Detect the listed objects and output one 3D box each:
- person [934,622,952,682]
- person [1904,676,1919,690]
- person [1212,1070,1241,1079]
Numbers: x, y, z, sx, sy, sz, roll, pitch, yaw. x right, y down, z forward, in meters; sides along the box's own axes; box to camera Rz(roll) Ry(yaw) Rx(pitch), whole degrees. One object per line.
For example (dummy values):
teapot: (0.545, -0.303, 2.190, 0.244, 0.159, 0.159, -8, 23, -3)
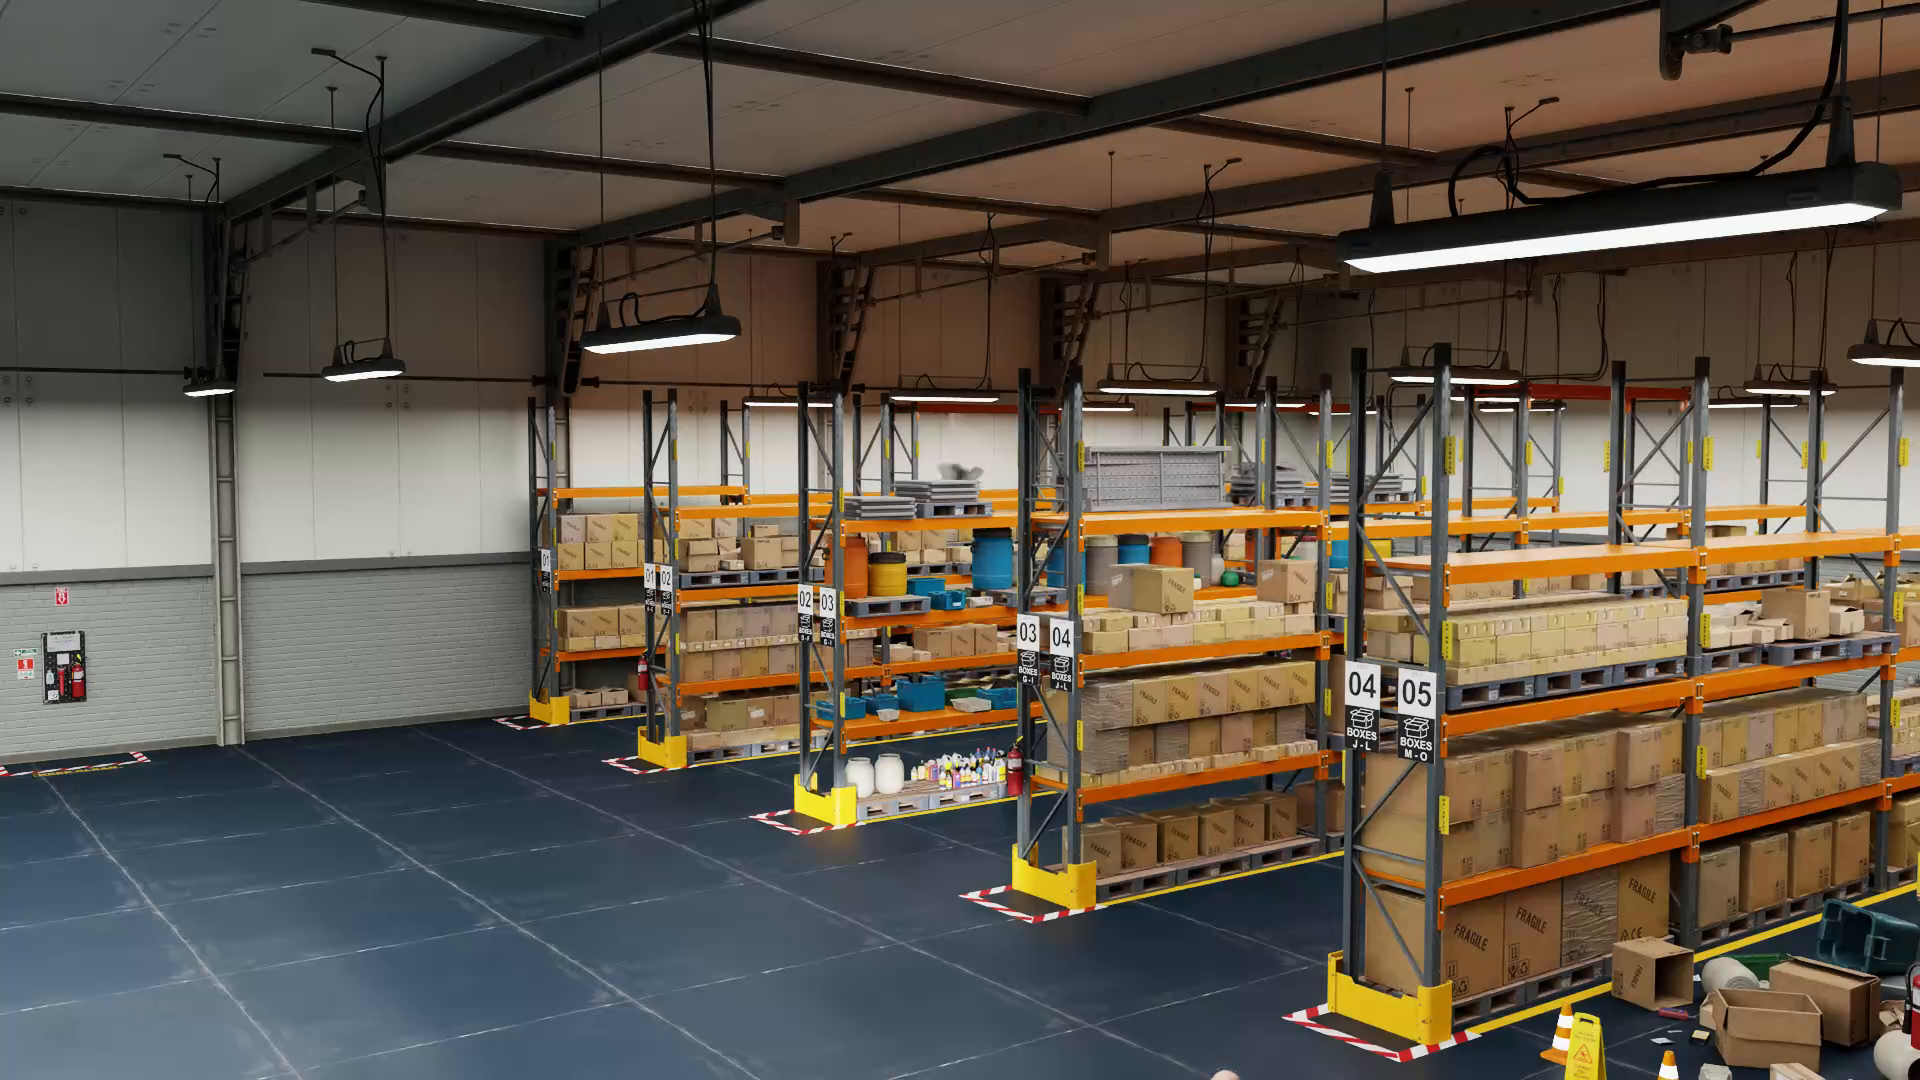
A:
person: (-0.371, 2.342, 33.102, 0.569, 1.719, 0.674, -3, 4, -39)
person: (13.884, 2.849, 24.197, 0.793, 1.738, 0.685, -2, 4, -28)
person: (1.413, 3.728, 8.853, 0.690, 1.819, 0.910, 0, 3, 8)
